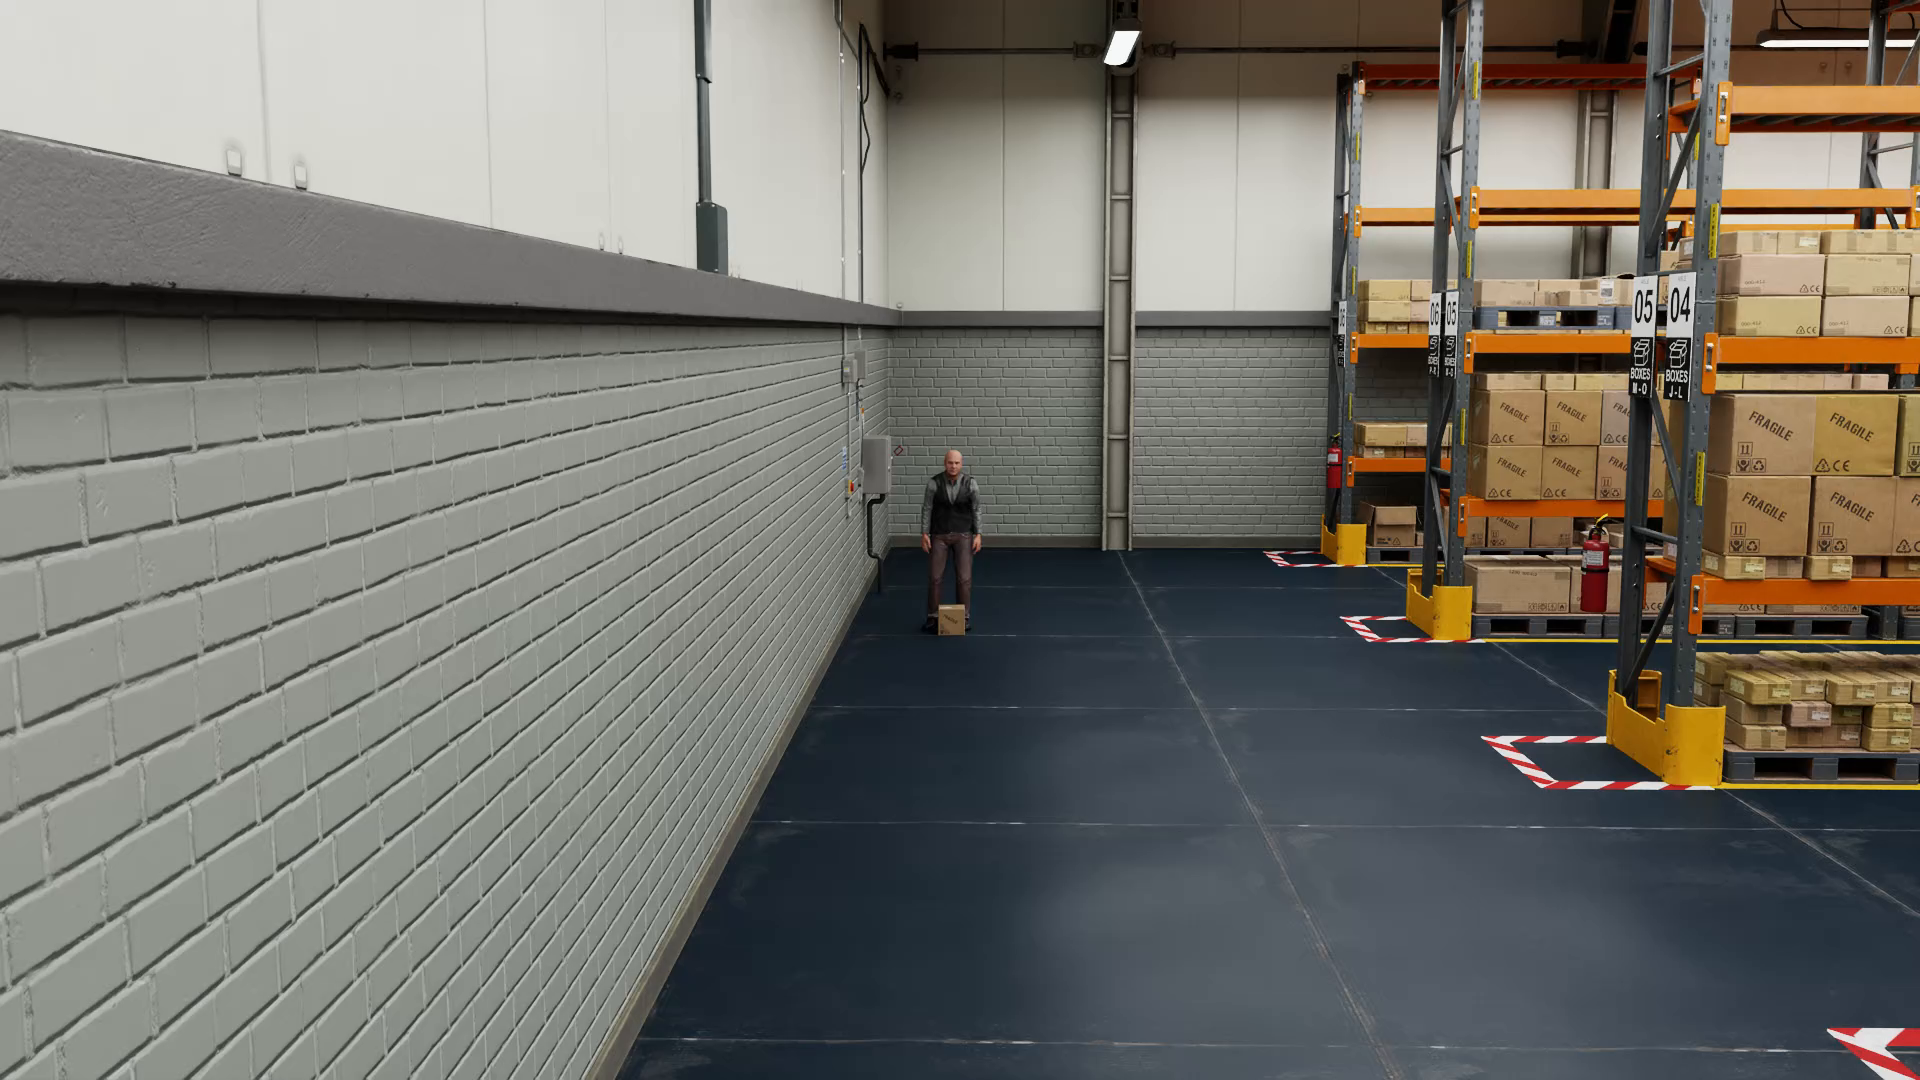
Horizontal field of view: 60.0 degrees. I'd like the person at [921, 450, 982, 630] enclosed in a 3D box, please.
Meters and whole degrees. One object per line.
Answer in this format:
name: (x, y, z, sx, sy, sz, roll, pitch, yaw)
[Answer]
person: (-0.080, -0.008, 15.927, 0.588, 1.721, 0.411, 0, 7, 0)
